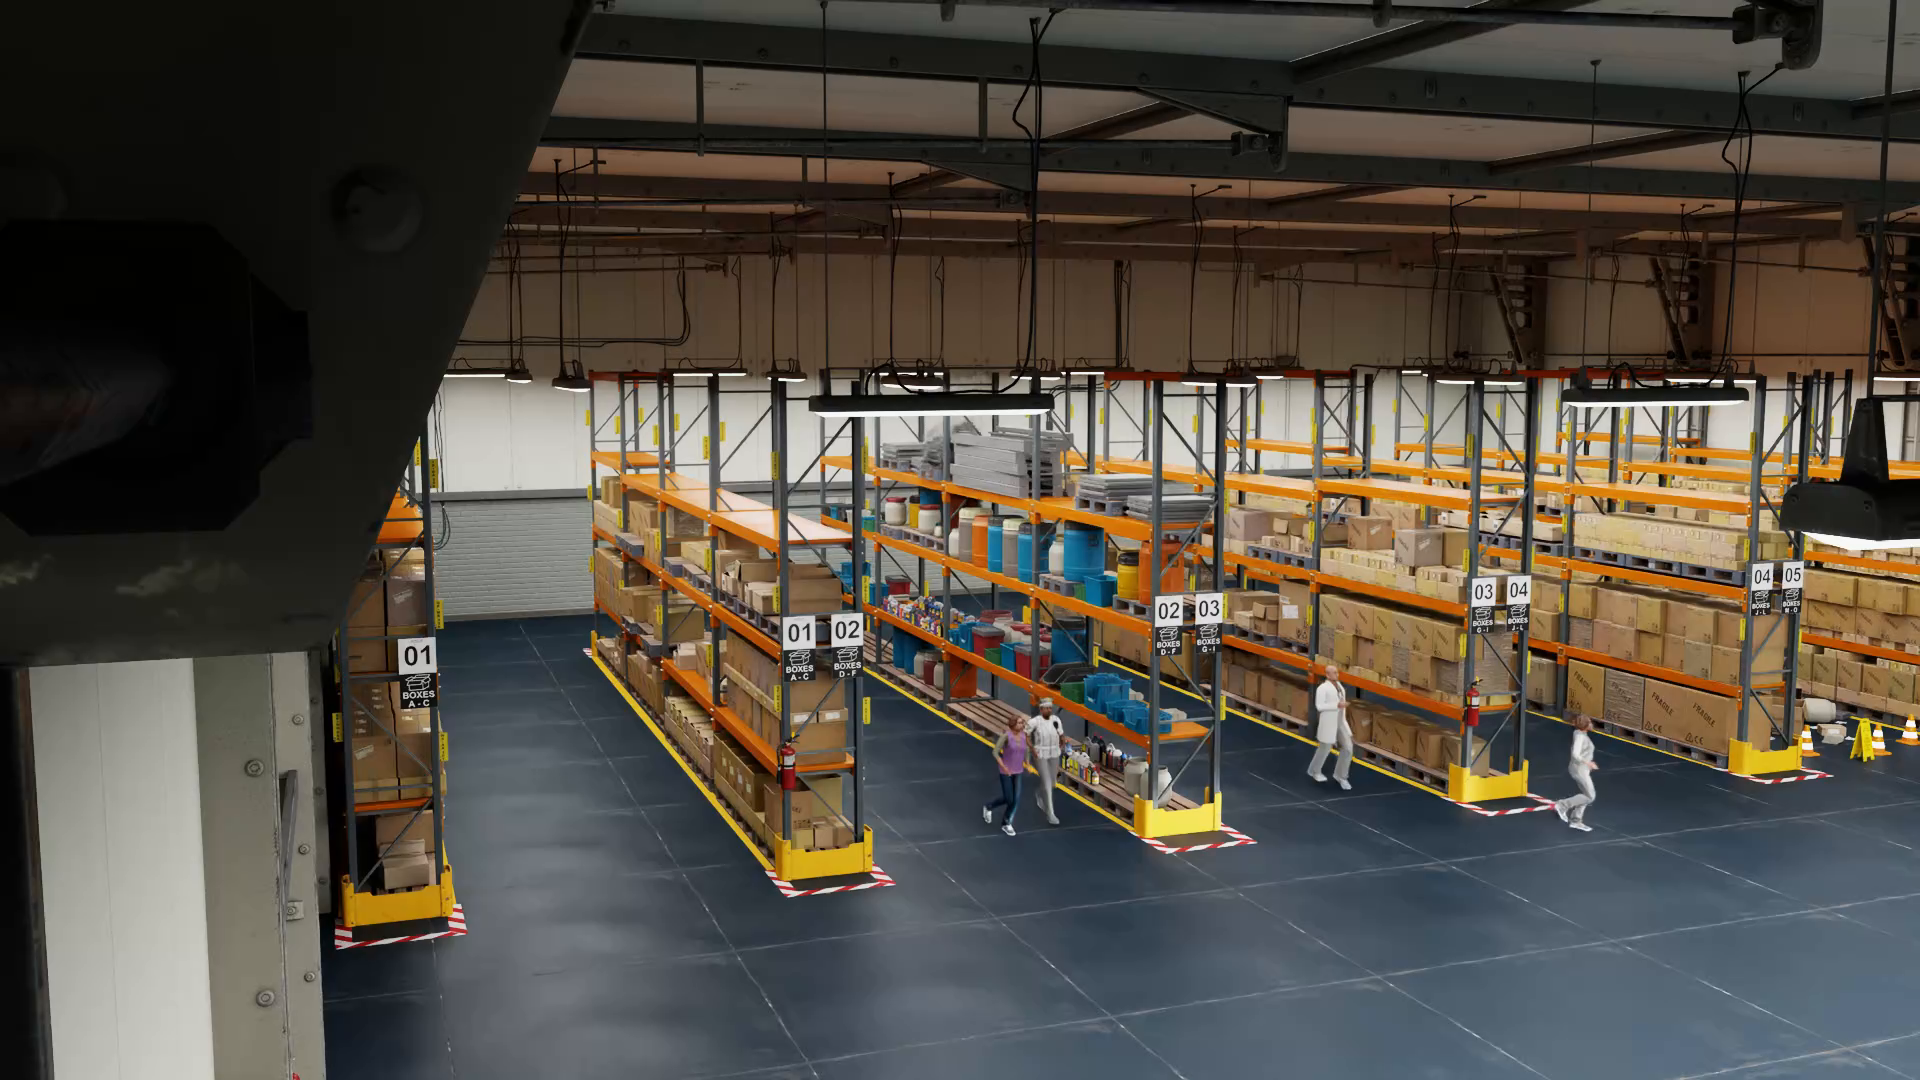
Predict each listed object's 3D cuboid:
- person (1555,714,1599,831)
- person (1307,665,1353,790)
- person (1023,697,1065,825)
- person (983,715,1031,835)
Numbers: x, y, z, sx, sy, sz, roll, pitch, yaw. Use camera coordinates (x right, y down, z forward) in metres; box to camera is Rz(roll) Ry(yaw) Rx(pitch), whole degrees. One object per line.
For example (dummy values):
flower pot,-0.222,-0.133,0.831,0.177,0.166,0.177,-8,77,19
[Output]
person,8.227,3.100,22.176,0.528,1.573,0.526,2,7,19
person,5.437,2.738,24.342,0.690,1.842,0.823,-4,8,-33
person,1.160,2.949,22.642,0.590,1.683,0.855,-2,7,-21
person,0.678,3.096,22.210,0.585,1.557,0.593,-5,8,-35
